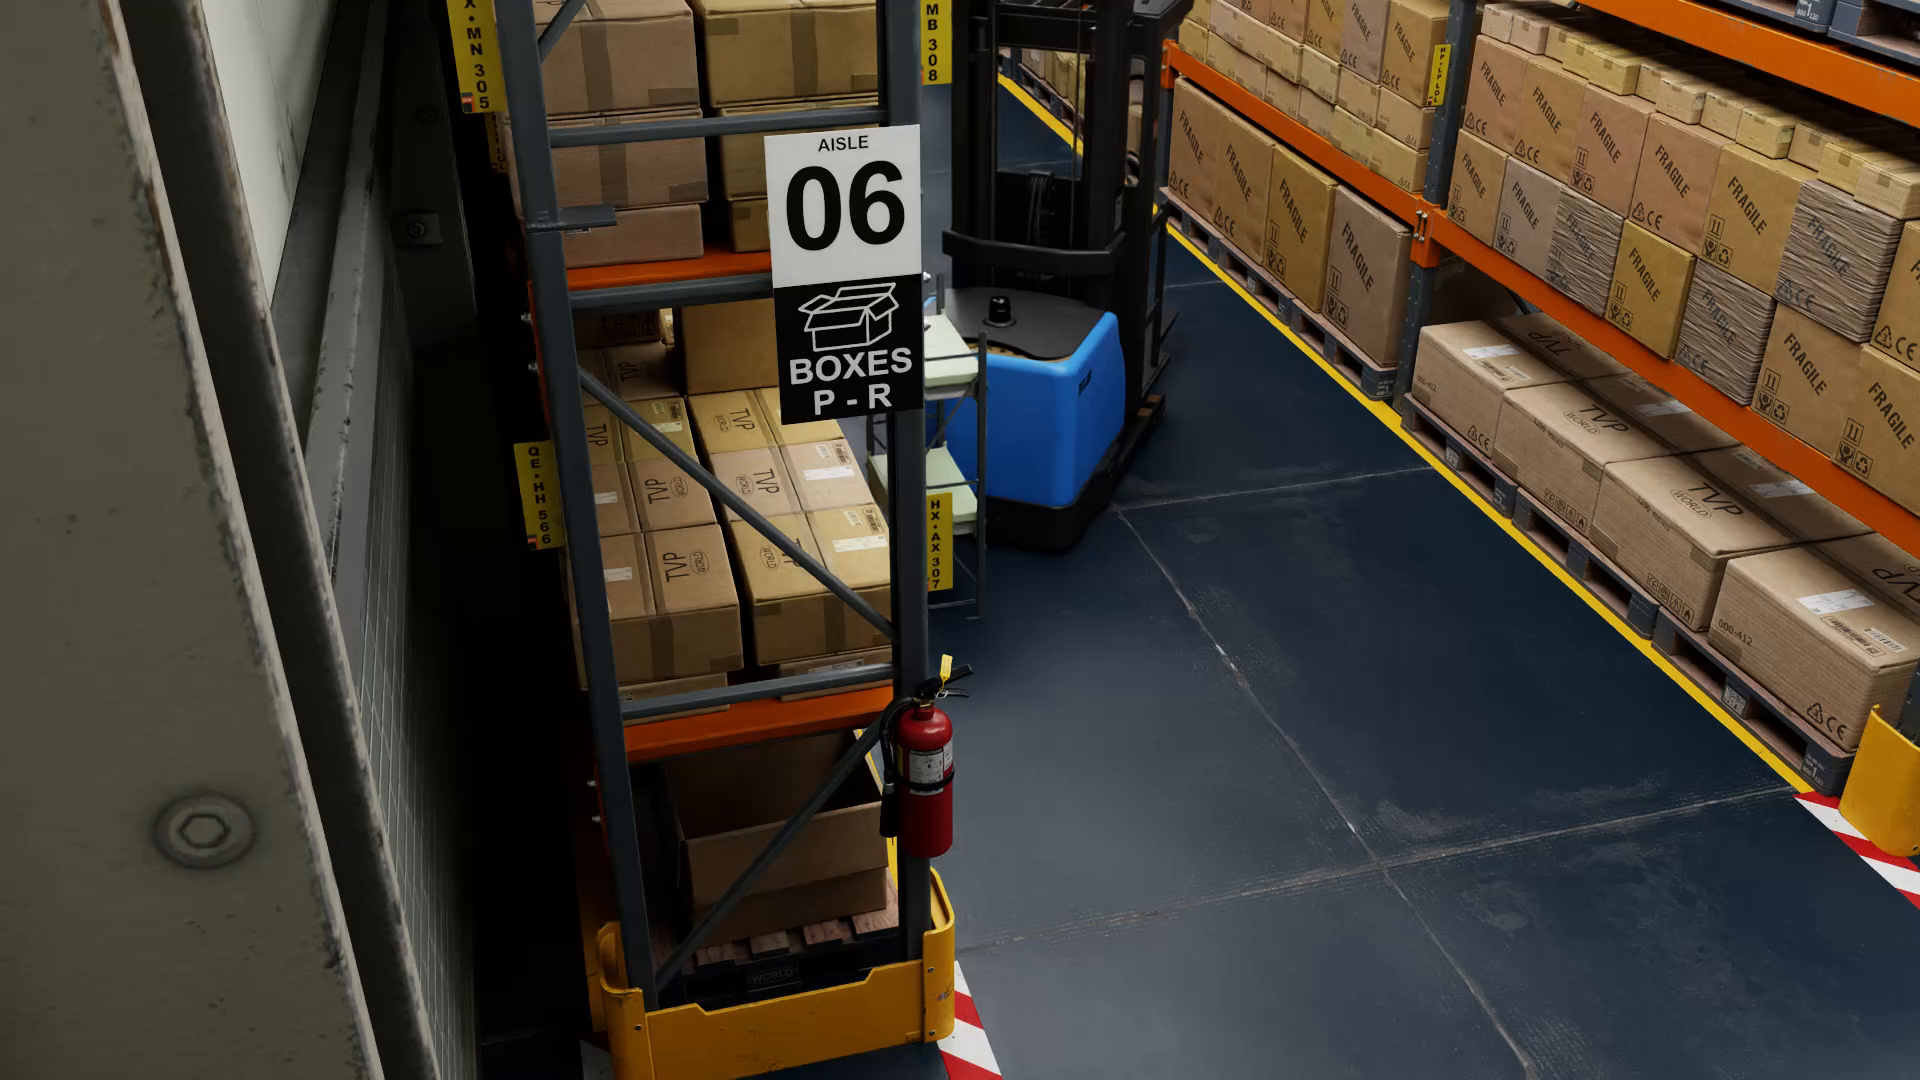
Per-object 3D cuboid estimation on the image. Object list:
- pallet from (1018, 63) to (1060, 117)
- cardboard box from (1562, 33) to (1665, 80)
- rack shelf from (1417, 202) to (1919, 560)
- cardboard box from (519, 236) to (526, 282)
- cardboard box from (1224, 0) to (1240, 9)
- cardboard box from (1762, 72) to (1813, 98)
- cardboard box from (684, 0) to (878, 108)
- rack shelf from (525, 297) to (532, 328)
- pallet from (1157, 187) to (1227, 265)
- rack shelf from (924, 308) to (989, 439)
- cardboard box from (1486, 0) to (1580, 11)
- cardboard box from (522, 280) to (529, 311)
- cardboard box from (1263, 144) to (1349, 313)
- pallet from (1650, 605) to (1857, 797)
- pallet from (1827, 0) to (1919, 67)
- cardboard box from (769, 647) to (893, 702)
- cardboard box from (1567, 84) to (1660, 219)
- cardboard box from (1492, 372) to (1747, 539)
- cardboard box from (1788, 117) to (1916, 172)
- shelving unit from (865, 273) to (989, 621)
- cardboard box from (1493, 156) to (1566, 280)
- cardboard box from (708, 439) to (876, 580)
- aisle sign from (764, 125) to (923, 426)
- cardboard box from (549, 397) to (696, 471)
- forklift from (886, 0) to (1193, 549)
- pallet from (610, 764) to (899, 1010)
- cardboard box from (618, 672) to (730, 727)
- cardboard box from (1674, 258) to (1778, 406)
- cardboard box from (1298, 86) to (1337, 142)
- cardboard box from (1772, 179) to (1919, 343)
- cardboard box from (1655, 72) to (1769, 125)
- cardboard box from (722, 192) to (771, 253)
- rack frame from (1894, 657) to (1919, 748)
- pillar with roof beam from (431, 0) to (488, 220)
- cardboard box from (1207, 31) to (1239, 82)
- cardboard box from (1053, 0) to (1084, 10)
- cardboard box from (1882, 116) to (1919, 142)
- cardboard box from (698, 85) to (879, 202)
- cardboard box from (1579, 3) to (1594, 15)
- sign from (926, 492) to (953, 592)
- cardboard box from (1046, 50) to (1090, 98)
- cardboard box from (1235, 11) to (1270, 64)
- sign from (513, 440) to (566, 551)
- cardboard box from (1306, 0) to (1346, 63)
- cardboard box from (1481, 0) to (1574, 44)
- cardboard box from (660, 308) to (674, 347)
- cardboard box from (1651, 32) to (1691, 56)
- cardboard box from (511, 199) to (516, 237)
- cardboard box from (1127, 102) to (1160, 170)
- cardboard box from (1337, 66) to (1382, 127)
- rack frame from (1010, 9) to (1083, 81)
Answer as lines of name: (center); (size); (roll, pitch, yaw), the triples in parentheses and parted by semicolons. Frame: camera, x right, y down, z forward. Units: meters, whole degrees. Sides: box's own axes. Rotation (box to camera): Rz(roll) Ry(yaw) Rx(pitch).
pallet: (1.215, -4.420, 16.176); (1.003, 0.211, 1.213); (-8, 31, -13)
cardboard box: (3.163, -2.341, 8.055); (0.380, 0.149, 0.250); (-8, 31, -14)
rack shelf: (3.661, -0.861, 7.962); (1.077, 0.370, 4.000); (-8, 31, -13)
cardboard box: (-1.783, -1.266, 7.795); (0.500, 0.250, 0.500); (-8, 31, -14)
cardboard box: (2.105, -4.038, 11.634); (0.500, 0.500, 0.500); (-8, 31, -13)
cardboard box: (3.877, -2.047, 7.546); (0.380, 0.149, 0.250); (-8, 31, -13)
cardboard box: (-0.469, -1.371, 4.484); (0.500, 0.250, 0.500); (-8, 31, -14)
rack shelf: (-2.185, -2.132, 10.157); (1.077, 0.370, 4.000); (-8, 31, -13)
pallet: (2.205, -2.473, 12.812); (1.003, 0.211, 1.213); (-8, 31, -13)
rack shelf: (-0.174, -0.760, 7.787); (0.431, 0.370, 0.720); (-8, 31, -13)
cardboard box: (3.290, -2.866, 9.609); (0.500, 0.500, 0.500); (-7, 31, -13)
cardboard box: (-2.332, -1.272, 10.029); (0.500, 0.500, 0.500); (-9, 31, -16)
cardboard box: (2.641, -2.125, 11.129); (0.875, 0.875, 0.875); (-7, 31, -12)
pallet: (3.904, 0.624, 7.461); (1.003, 0.211, 1.213); (-8, 31, -13)
pallet: (3.985, -1.824, 6.001); (1.003, 0.211, 1.213); (-8, 31, -13)
cardboard box: (-0.416, 0.368, 5.370); (0.380, 0.149, 0.250); (-8, 31, -14)
cardboard box: (3.276, -1.859, 7.869); (0.500, 0.500, 0.500); (-7, 31, -12)
cardboard box: (3.431, -0.462, 8.692); (0.875, 0.438, 0.875); (-9, 31, -15)
cardboard box: (3.635, -1.606, 6.785); (0.380, 0.149, 0.250); (-8, 31, -14)
shelving unit: (-0.174, -0.422, 7.982); (0.431, 1.500, 0.755); (-8, 31, -13)
cardboard box: (3.132, -1.677, 8.553); (0.500, 0.500, 0.500); (-8, 31, -13)
cardboard box: (-0.588, -0.107, 5.794); (0.500, 0.250, 0.500); (-8, 31, -13)
aisle sign: (-0.292, -0.676, 4.329); (0.394, 0.787, 0.004); (-8, 31, -13)
cardboard box: (-1.233, -0.285, 6.101); (0.500, 0.250, 0.500); (-7, 31, -12)
forklift: (0.592, -1.948, 9.190); (1.130, 2.935, 3.031); (11, 32, 18)
pallet: (-0.826, 1.240, 6.397); (1.003, 0.211, 1.213); (-8, 31, -13)
cardboard box: (-0.940, 0.439, 5.248); (0.380, 0.149, 0.250); (-8, 31, -14)
cardboard box: (3.544, -0.939, 7.279); (0.500, 0.500, 0.500); (-7, 31, -12)
cardboard box: (2.518, -2.749, 10.655); (0.500, 0.250, 0.500); (-9, 31, -15)
cardboard box: (3.667, -1.133, 6.615); (0.500, 0.500, 0.500); (-8, 31, -13)
cardboard box: (3.350, -1.970, 7.415); (0.380, 0.149, 0.250); (-8, 31, -13)
cardboard box: (-0.453, -0.919, 4.601); (0.380, 0.149, 0.250); (-7, 31, -12)
rack frame: (4.192, -0.207, 6.113); (1.000, 3.000, 0.127); (-8, 31, -13)
pillar with roof beam: (0.219, -7.088, 12.012); (9.100, 9.000, 0.400); (-8, 31, -13)
cardboard box: (2.109, -3.490, 11.936); (0.500, 0.250, 0.500); (-9, 31, -15)
cardboard box: (1.110, -5.640, 17.076); (0.500, 0.500, 0.500); (-6, 31, -11)
cardboard box: (4.060, -1.674, 6.903); (0.380, 0.149, 0.250); (-8, 31, -13)
cardboard box: (-0.447, -1.158, 4.614); (0.500, 0.250, 0.500); (-8, 31, -14)
cardboard box: (3.519, -2.789, 8.829); (0.380, 0.149, 0.250); (-8, 31, -14)
sign: (-0.070, 0.008, 4.878); (0.100, 0.325, 0.005); (-8, 31, -13)
cardboard box: (1.342, -4.447, 15.643); (0.950, 0.372, 0.625); (-6, 31, -10)
cardboard box: (2.221, -3.452, 11.371); (0.500, 0.250, 0.500); (-8, 31, -13)
sign: (-1.133, -0.119, 4.490); (0.100, 0.325, 0.005); (-8, 31, -13)
cardboard box: (2.509, -3.294, 10.348); (0.500, 0.500, 0.500); (-7, 31, -12)
cardboard box: (2.964, -2.709, 8.690); (0.380, 0.149, 0.250); (-8, 31, -14)
cardboard box: (-1.017, -0.845, 7.068); (0.500, 0.250, 0.500); (-8, 31, -14)
cardboard box: (3.625, -2.406, 8.167); (0.380, 0.149, 0.250); (-8, 31, -14)
cardboard box: (-2.763, -2.028, 11.336); (0.500, 0.500, 0.500); (-8, 31, -13)
cardboard box: (1.928, -3.389, 13.815); (0.950, 0.372, 0.625); (-10, 32, -17)
cardboard box: (2.639, -2.711, 10.091); (0.500, 0.250, 0.500); (-7, 31, -12)
rack frame: (1.007, -6.003, 16.126); (1.000, 3.000, 0.127); (-8, 31, -13)
